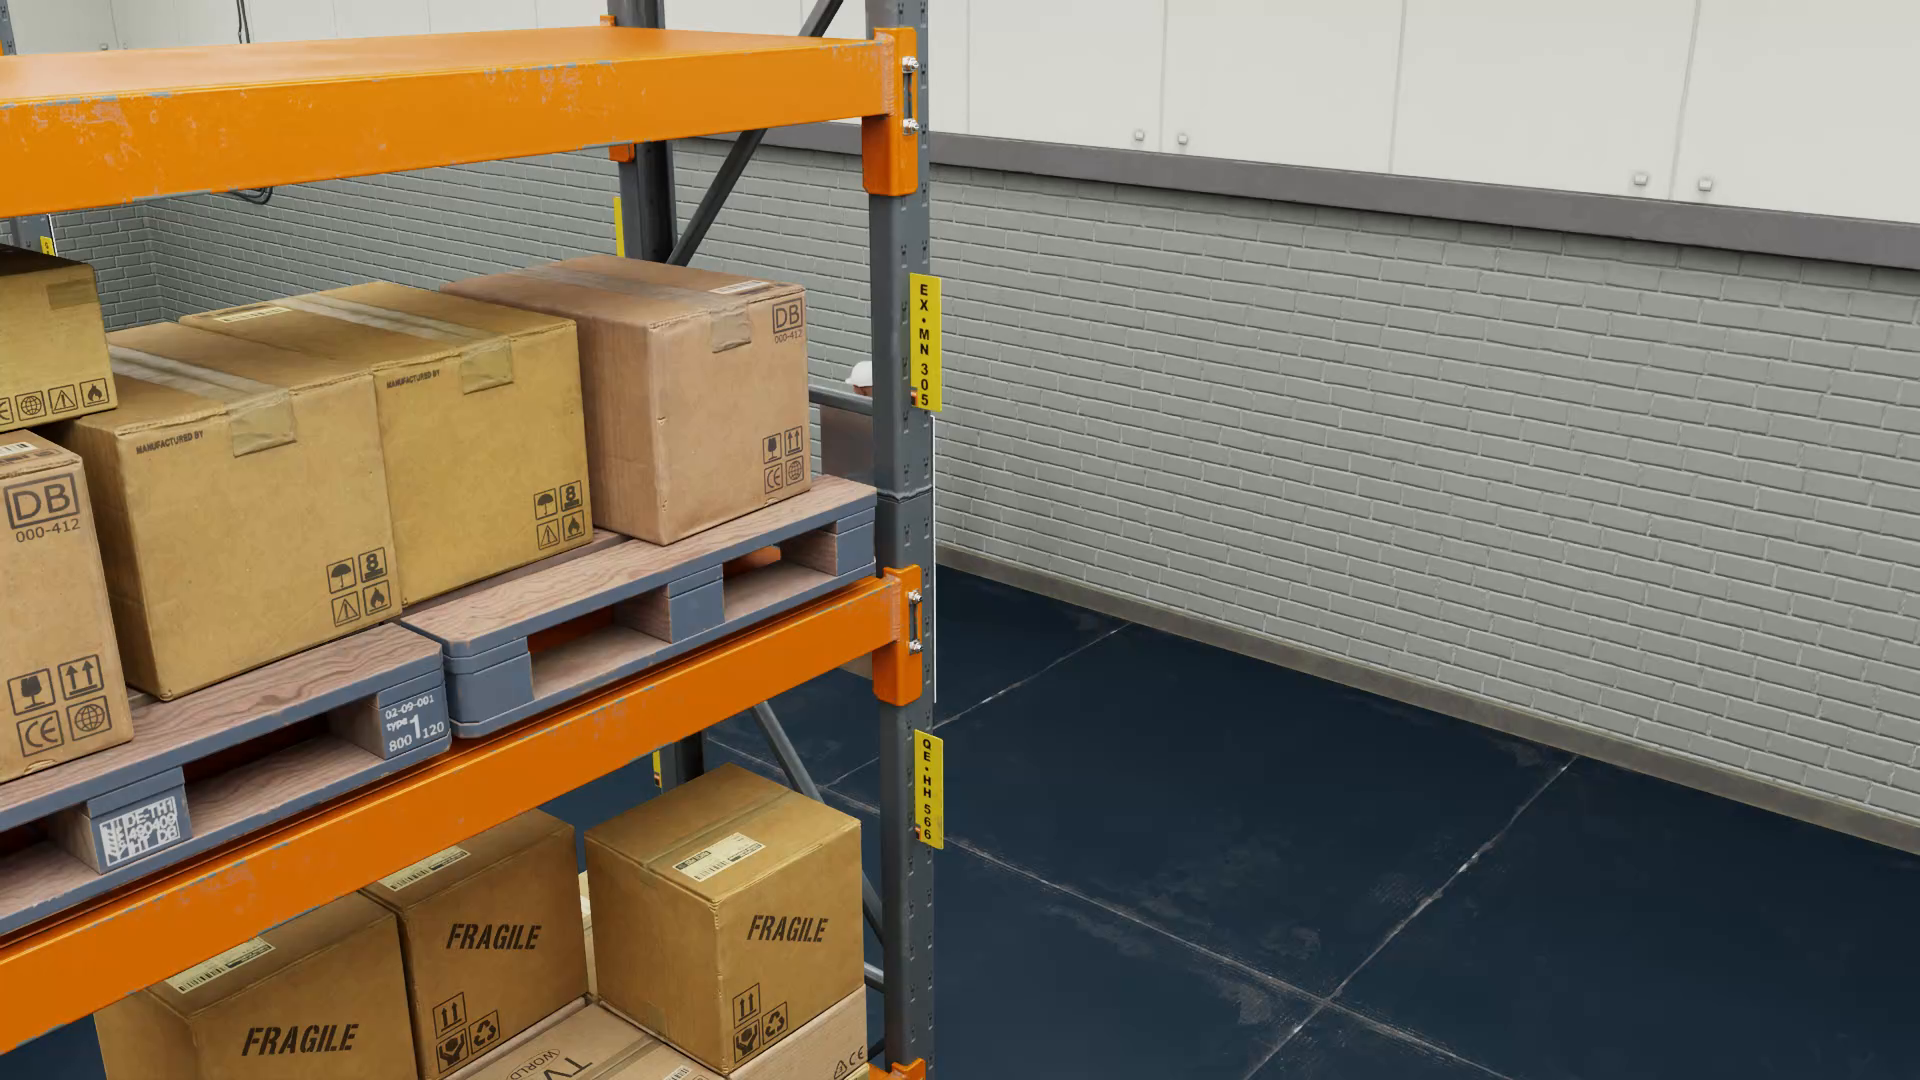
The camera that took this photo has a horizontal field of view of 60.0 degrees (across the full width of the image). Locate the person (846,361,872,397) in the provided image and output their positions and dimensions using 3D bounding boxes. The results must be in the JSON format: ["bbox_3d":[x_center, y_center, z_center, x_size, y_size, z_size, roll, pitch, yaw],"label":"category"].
[{"bbox_3d":[-0.526,-0.312,10.900,0.454,1.761,0.636,14,24,34],"label":"person"}]
